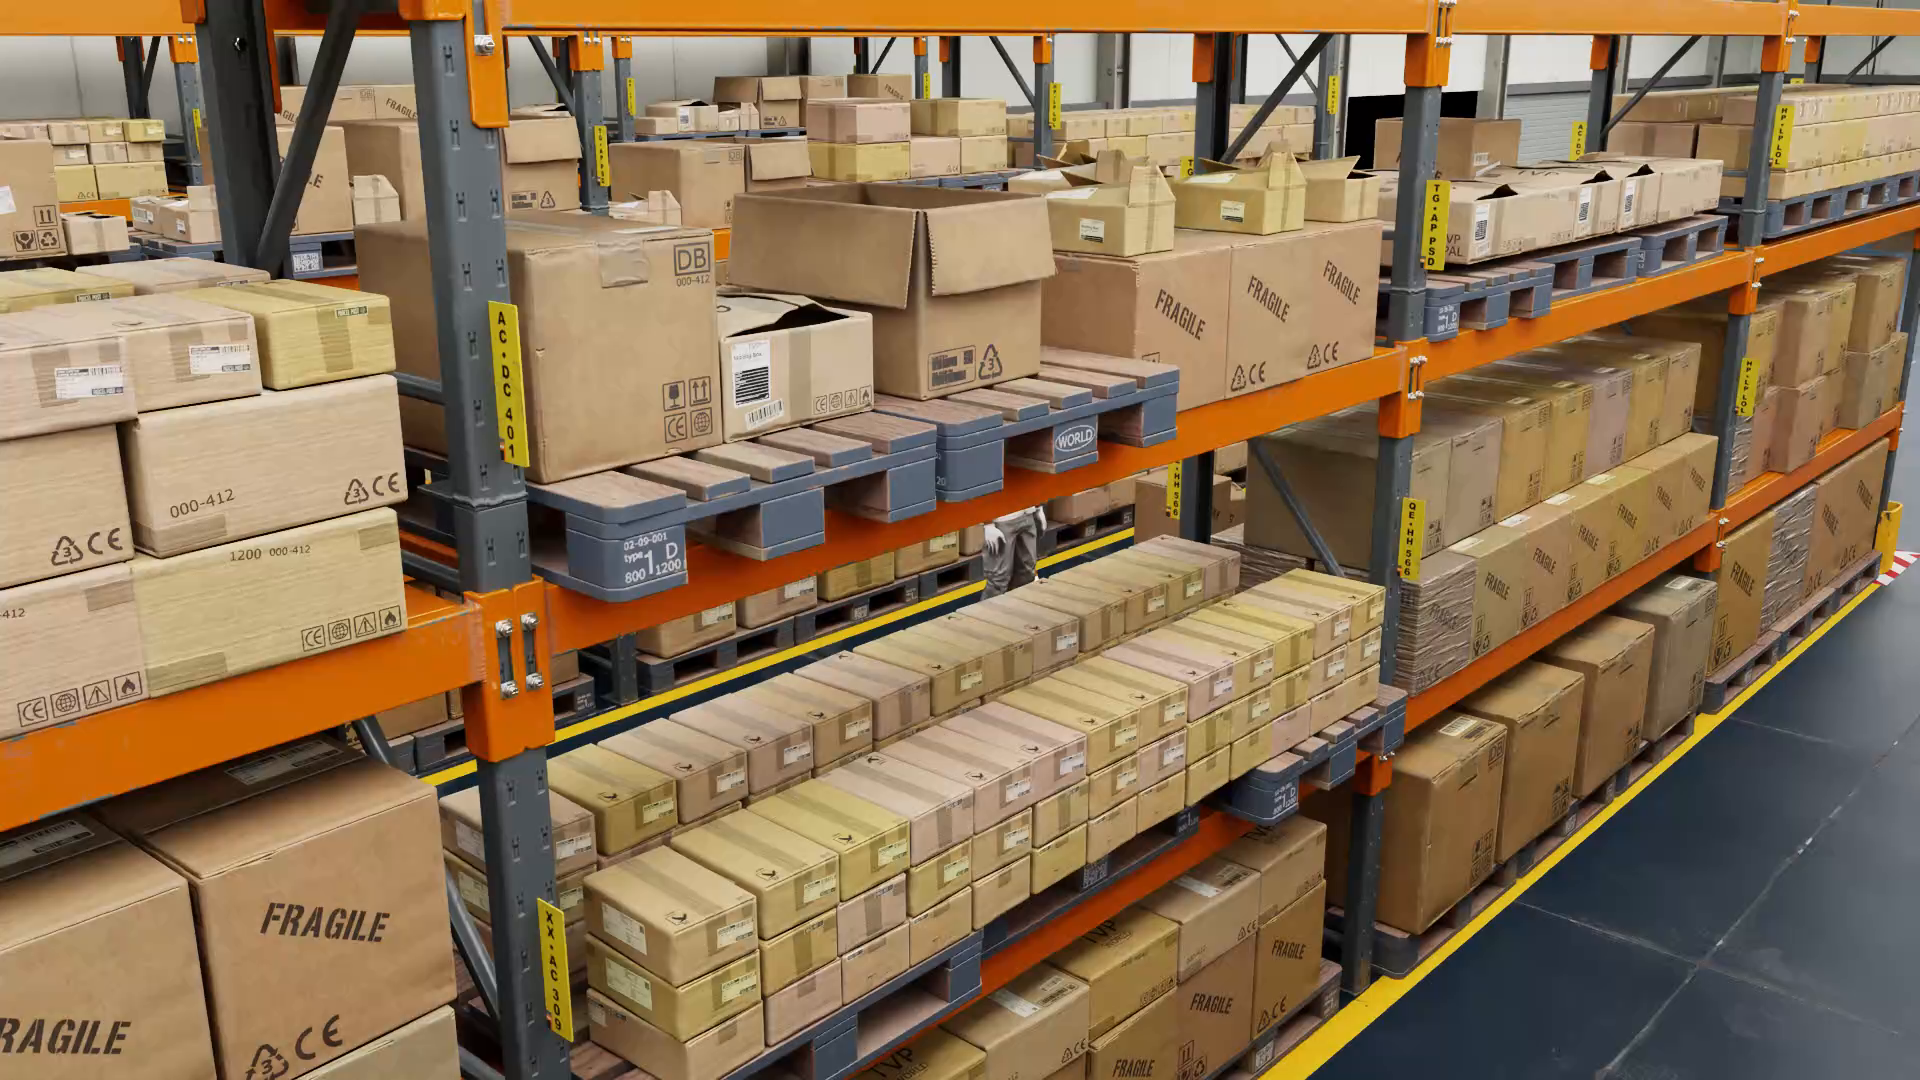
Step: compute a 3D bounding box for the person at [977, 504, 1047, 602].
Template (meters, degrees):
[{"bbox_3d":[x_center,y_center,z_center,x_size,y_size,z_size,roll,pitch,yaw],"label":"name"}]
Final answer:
[{"bbox_3d":[0.344,-0.116,10.905,0.447,1.775,0.633,13,21,36],"label":"person"}]
